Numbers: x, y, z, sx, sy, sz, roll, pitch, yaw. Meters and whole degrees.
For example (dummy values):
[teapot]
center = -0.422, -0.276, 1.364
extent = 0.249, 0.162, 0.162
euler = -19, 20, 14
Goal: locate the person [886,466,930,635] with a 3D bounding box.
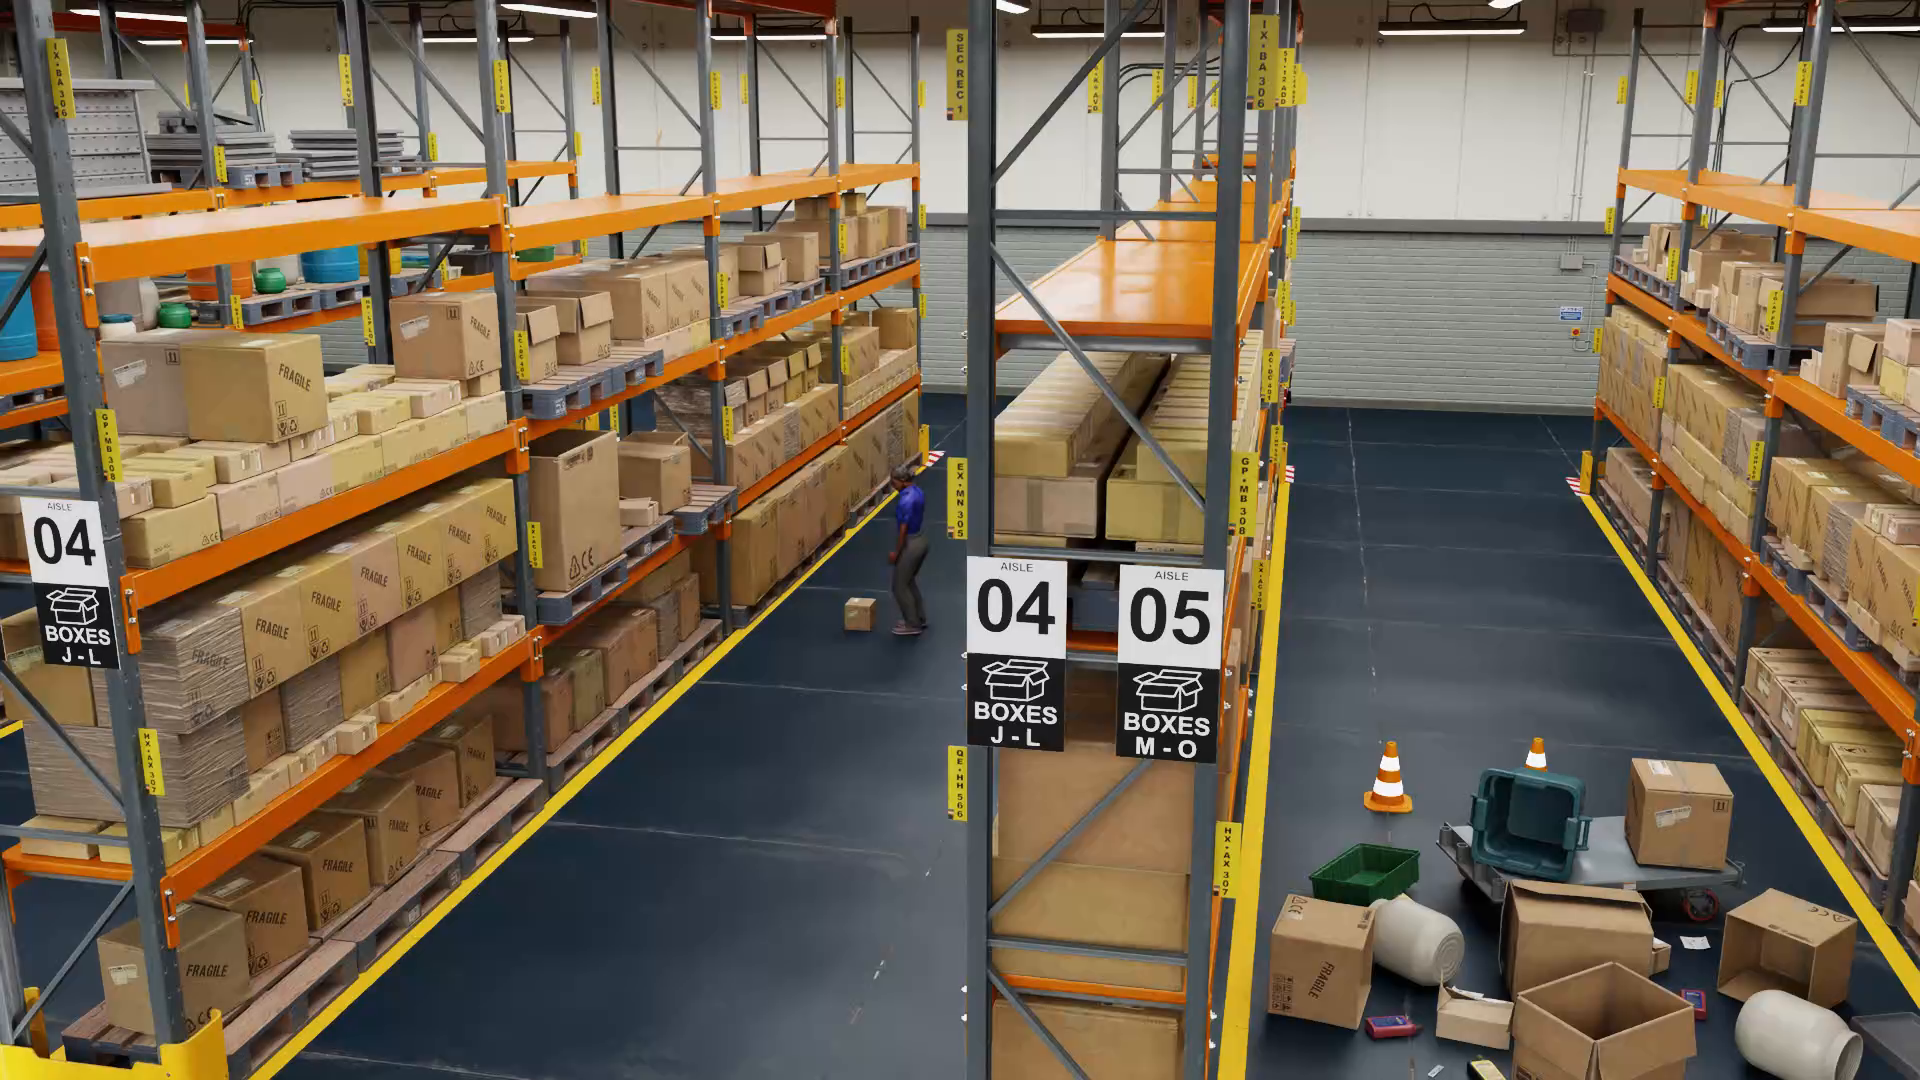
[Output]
[person]
center = -0.490, 0.095, 15.754
extent = 0.354, 1.626, 0.450
euler = 3, 15, 12
